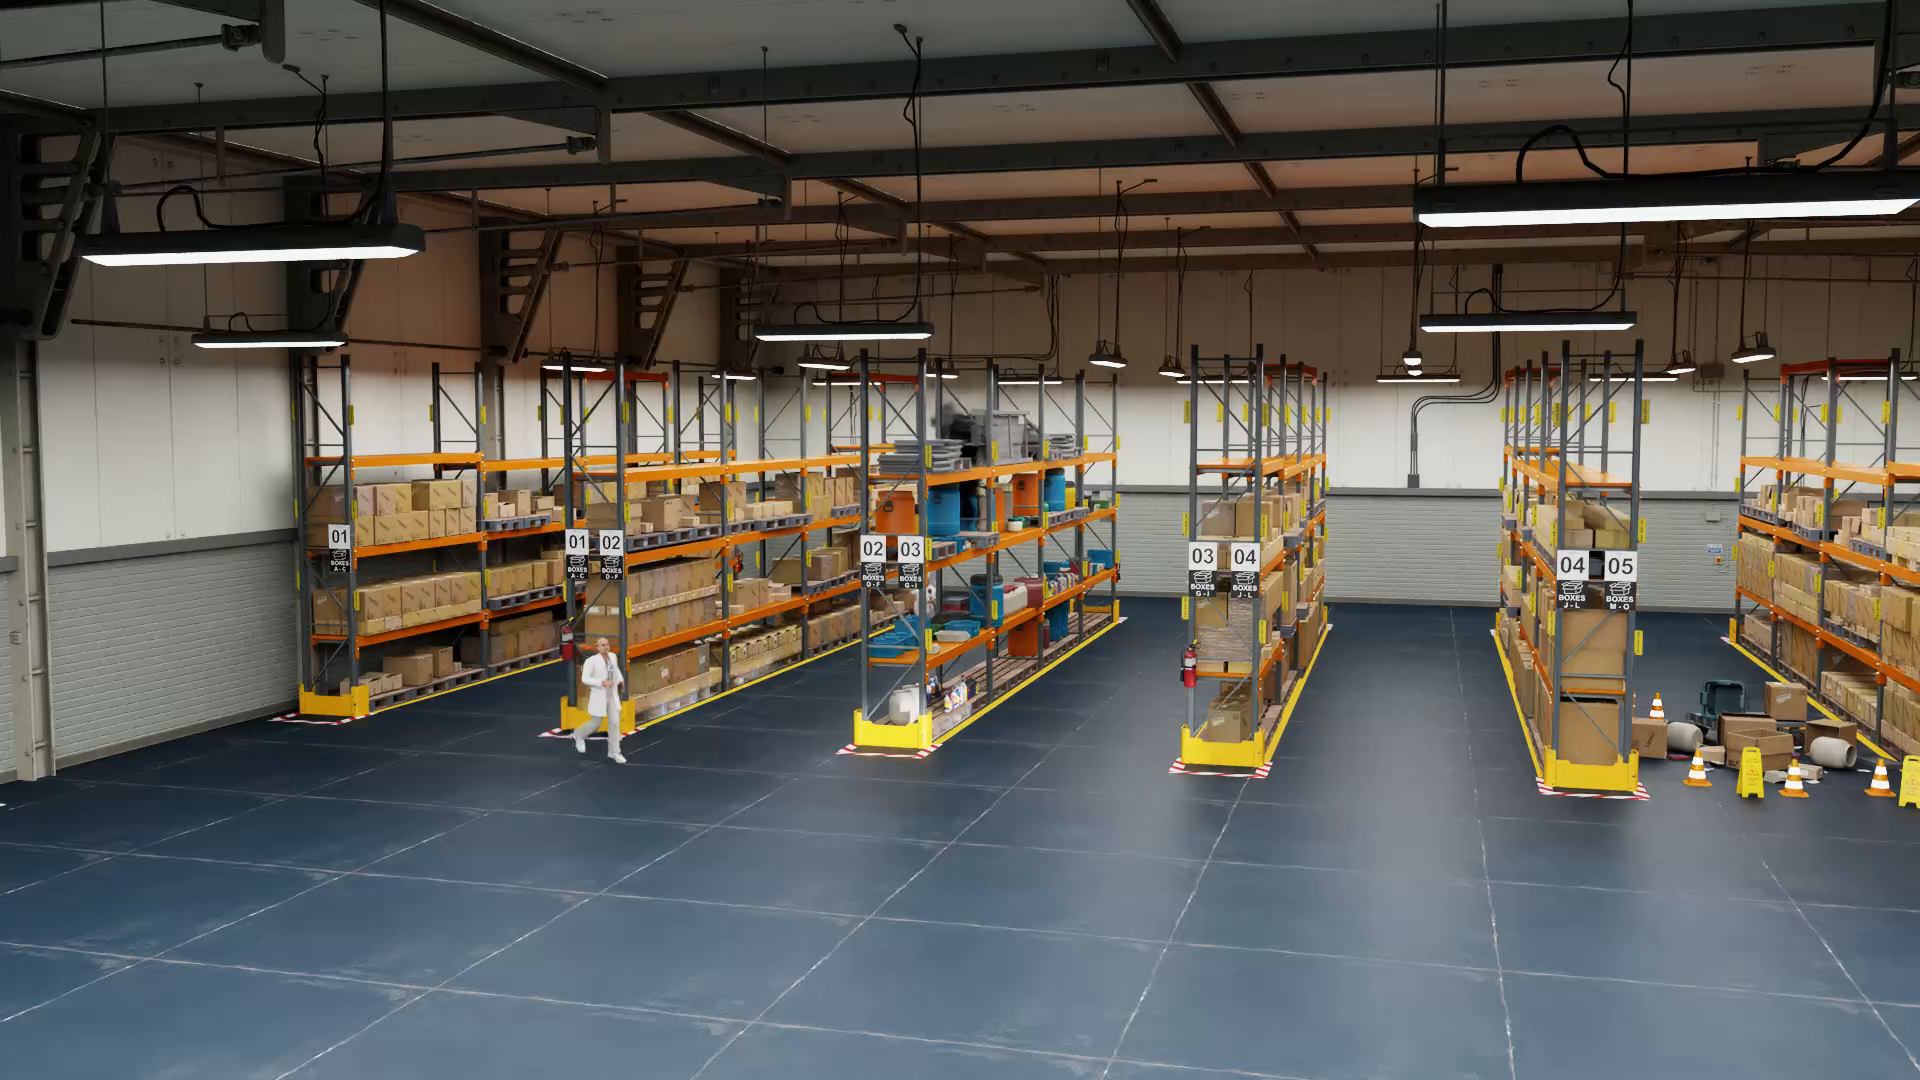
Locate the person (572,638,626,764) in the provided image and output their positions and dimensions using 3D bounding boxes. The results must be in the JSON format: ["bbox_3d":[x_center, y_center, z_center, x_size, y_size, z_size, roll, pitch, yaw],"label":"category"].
[{"bbox_3d":[-5.212,2.306,24.176,1.044,1.793,0.718,4,6,45],"label":"person"}]

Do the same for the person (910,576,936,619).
[{"bbox_3d":[-0.759,1.542,35.203,0.594,1.645,0.616,0,4,-3],"label":"person"}]
